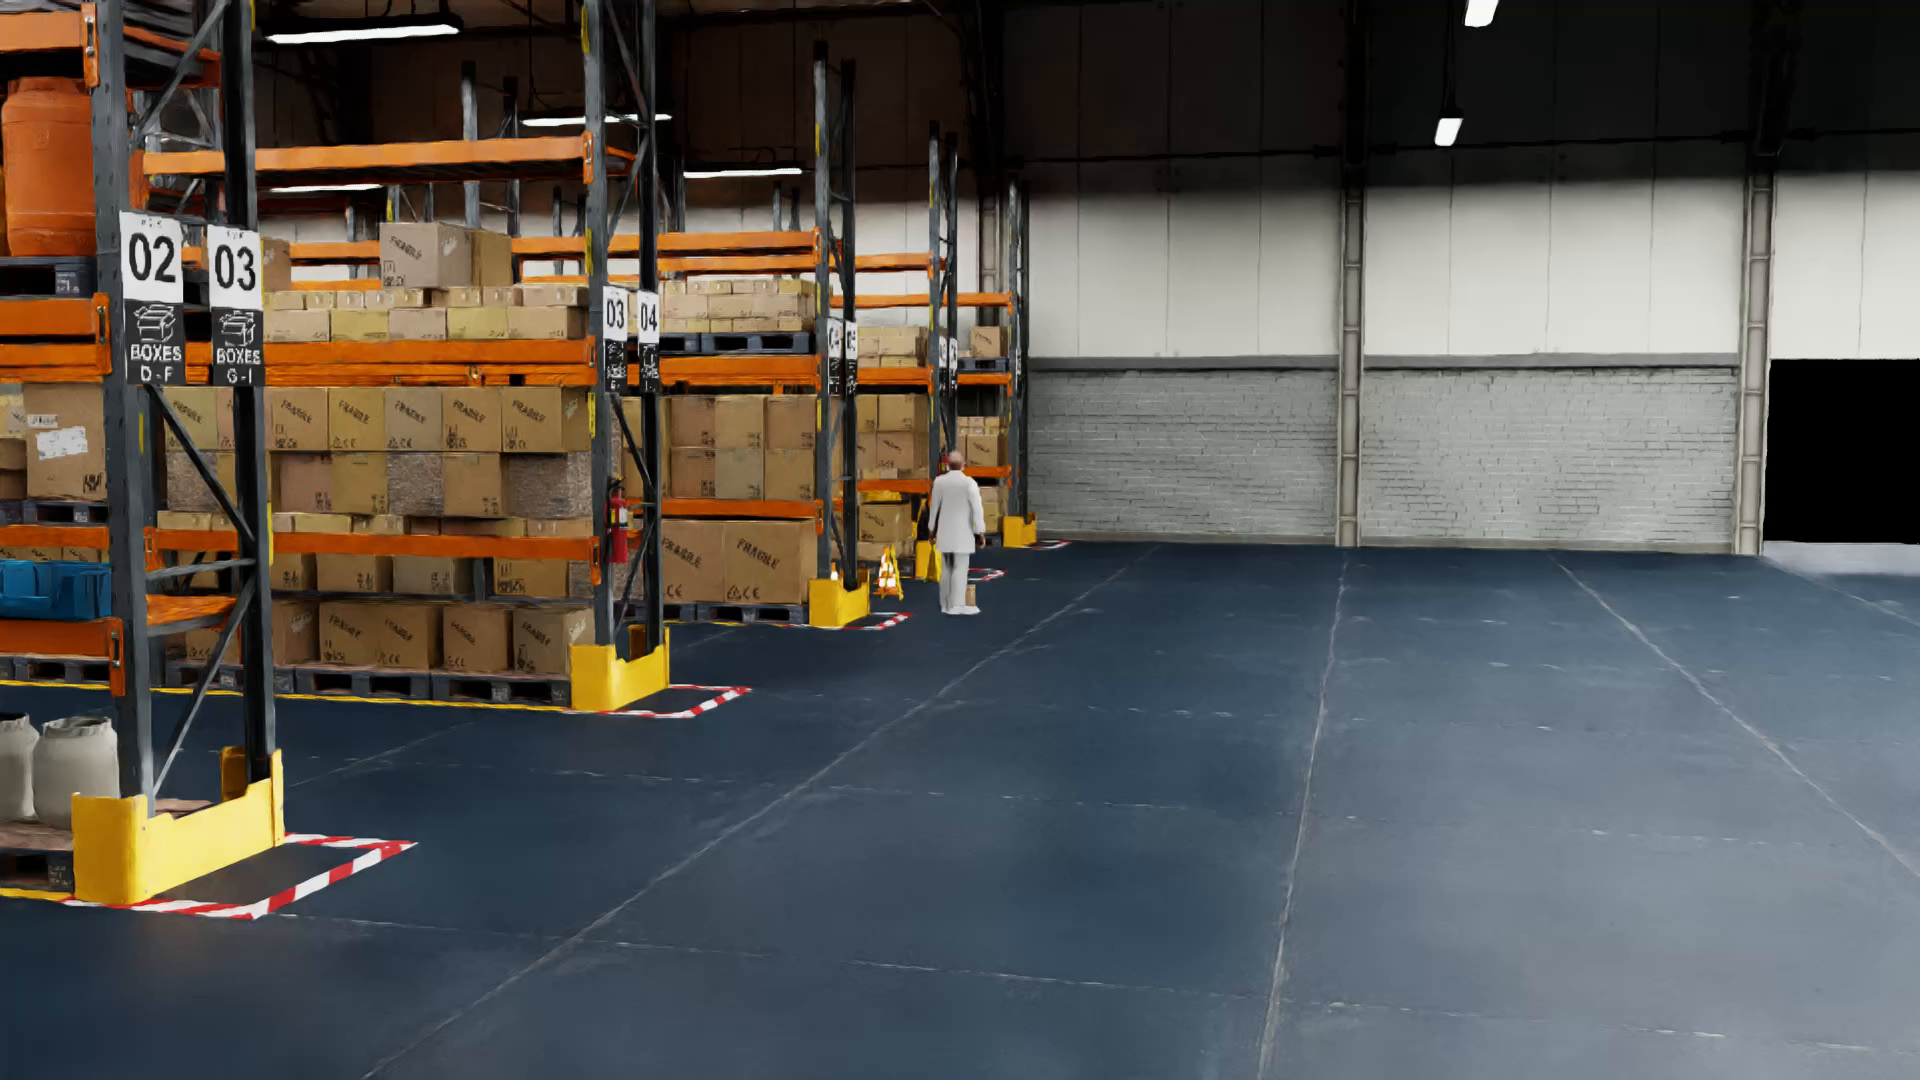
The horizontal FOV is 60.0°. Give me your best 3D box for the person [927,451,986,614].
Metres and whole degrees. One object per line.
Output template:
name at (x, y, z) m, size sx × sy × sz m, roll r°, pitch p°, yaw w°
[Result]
person at (-0.026, -0.085, 18.214) m, size 0.697 × 1.784 × 0.377 m, roll 3°, pitch 5°, yaw 29°
